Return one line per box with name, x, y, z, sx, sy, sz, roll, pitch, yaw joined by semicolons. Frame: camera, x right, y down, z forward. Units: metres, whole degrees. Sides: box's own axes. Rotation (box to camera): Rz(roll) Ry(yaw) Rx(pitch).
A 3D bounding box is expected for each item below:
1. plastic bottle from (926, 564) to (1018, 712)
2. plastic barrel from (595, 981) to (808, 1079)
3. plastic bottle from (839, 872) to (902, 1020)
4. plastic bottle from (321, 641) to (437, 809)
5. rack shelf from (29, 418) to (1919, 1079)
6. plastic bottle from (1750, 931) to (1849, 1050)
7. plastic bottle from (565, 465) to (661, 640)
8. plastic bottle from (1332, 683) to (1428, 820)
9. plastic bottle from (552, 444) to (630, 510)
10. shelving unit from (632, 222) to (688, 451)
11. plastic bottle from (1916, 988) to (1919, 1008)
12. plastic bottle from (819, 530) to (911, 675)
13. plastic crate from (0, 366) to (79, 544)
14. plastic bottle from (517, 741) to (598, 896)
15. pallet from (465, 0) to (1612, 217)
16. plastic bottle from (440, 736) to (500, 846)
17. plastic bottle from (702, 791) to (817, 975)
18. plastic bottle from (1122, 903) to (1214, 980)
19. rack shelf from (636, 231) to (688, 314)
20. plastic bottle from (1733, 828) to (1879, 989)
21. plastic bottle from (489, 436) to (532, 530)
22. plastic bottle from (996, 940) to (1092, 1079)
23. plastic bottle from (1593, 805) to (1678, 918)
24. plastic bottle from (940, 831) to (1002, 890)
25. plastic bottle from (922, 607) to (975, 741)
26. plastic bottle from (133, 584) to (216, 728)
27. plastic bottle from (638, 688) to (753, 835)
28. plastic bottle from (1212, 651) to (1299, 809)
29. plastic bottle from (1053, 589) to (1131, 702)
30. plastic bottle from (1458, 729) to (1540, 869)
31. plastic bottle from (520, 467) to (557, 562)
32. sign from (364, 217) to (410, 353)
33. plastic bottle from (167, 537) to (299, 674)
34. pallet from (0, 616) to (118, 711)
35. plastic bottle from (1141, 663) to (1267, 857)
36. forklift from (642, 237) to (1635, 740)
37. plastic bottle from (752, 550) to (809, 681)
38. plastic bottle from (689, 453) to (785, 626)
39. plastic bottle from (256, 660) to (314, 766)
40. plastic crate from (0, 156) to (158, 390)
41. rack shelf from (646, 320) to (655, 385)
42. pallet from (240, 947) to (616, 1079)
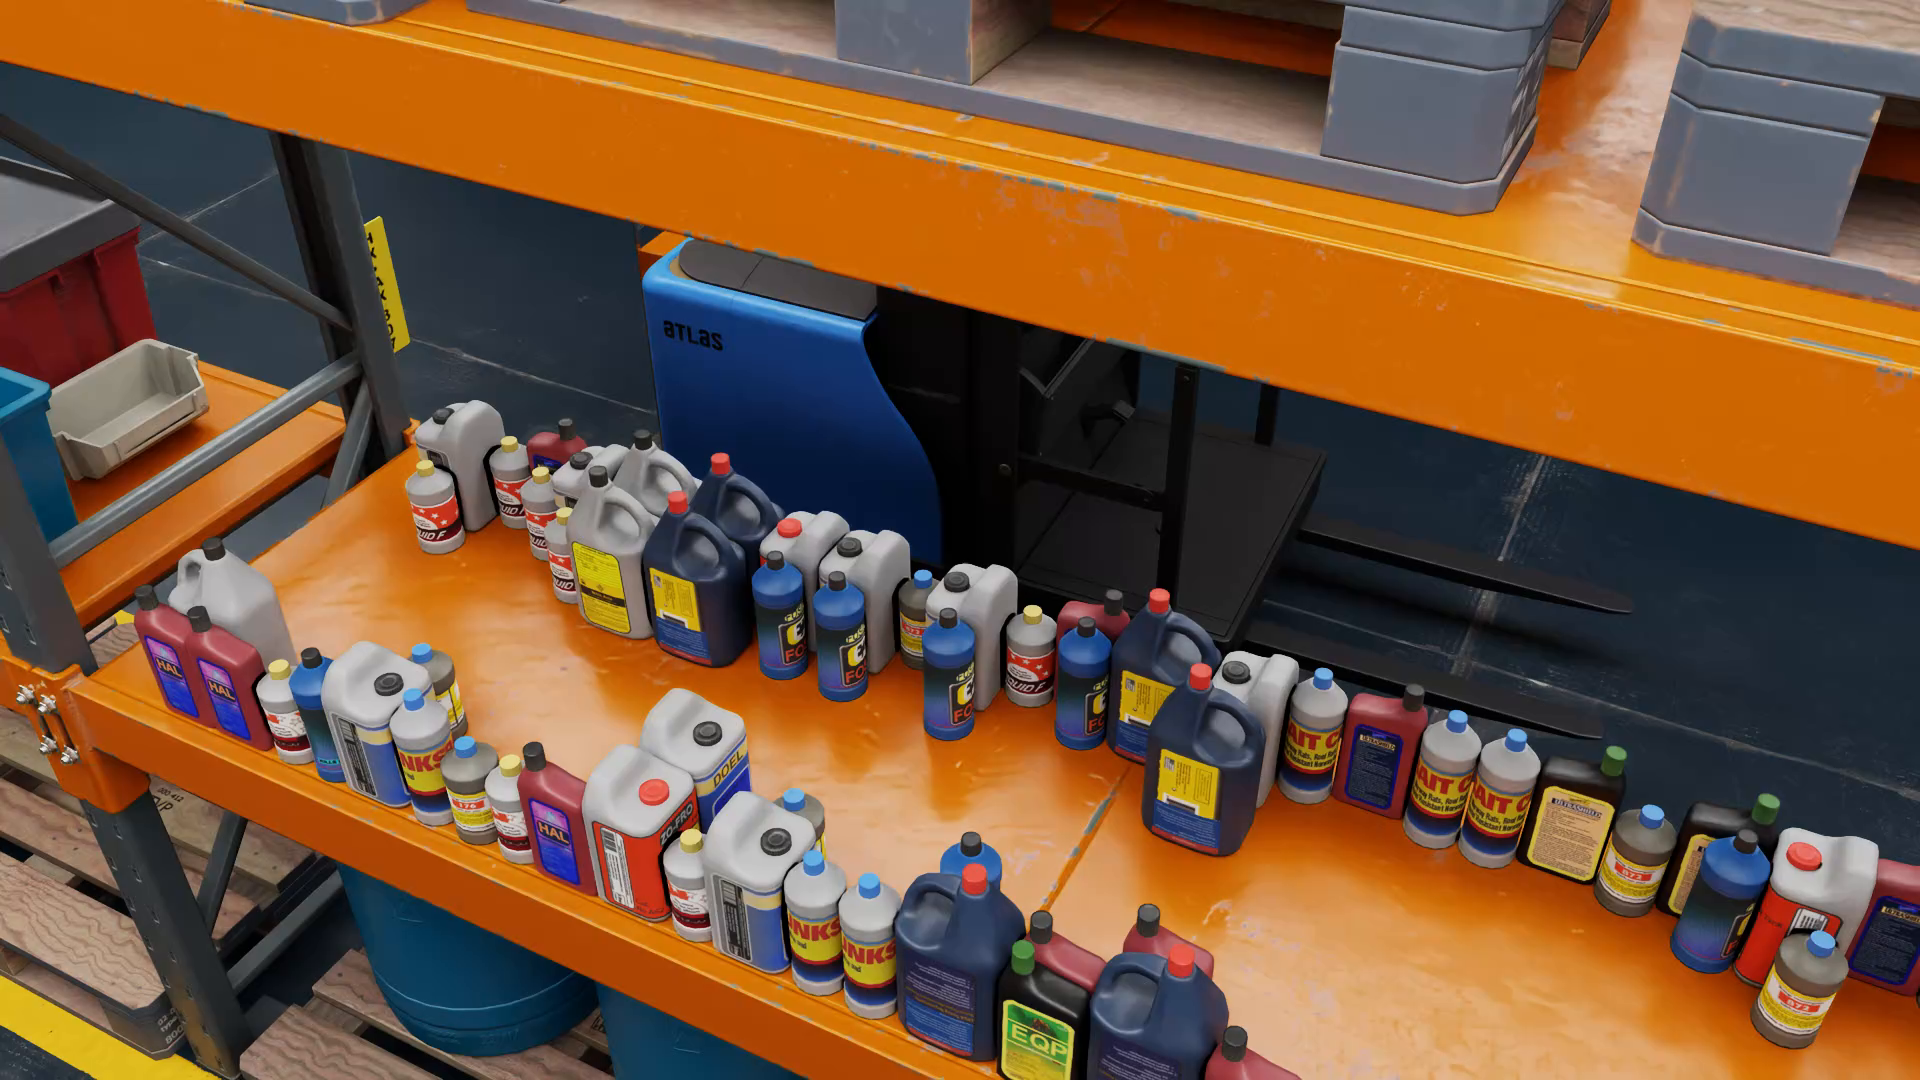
plastic bottle;0.020;0.165;3.155;0.135;0.276;0.152;17;41;21
plastic barrel;-0.472;0.861;3.523;0.708;0.901;0.600;17;41;21
plastic bottle;-0.136;0.616;2.564;0.097;0.271;0.097;0;37;0
plastic bottle;-1.016;0.320;2.950;0.135;0.276;0.152;17;41;21
rack shelf;0.199;0.678;2.971;4.000;0.370;1.077;17;41;21
plastic bottle;1.288;0.676;2.542;0.097;0.201;0.097;0;37;0
plastic bottle;-0.676;0.012;3.294;0.185;0.351;0.144;17;41;21
plastic bottle;0.735;0.354;2.899;0.133;0.283;0.061;17;41;21
plastic bottle;-0.753;-0.078;3.474;0.135;0.276;0.152;17;41;21
shelving unit;-0.919;-0.680;5.777;0.252;1.050;0.215;16;40;20
plastic bottle;1.563;0.659;2.565;0.097;0.201;0.097;0;37;0
plastic bottle;-0.186;0.100;3.240;0.135;0.276;0.152;17;41;21
plastic crate;-2.148;-0.129;3.402;0.575;0.384;0.392;17;41;21
plastic bottle;-0.658;0.460;2.760;0.133;0.283;0.061;17;41;21
pallet;0.173;-0.805;2.005;1.213;0.211;1.003;17;41;21
plastic bottle;-0.839;0.424;2.875;0.097;0.201;0.097;0;37;0
plastic bottle;-0.313;0.540;2.660;0.135;0.276;0.152;17;41;21
plastic bottle;0.307;0.664;2.491;0.133;0.283;0.061;17;41;21
rack shelf;-0.919;-0.897;5.612;0.240;0.259;0.215;16;40;20
plastic bottle;1.329;0.575;2.615;0.135;0.276;0.152;17;41;21
plastic bottle;-0.962;-0.132;3.607;0.097;0.201;0.097;0;37;0
plastic bottle;0.123;0.704;2.438;0.133;0.283;0.061;17;41;21
plastic bottle;1.120;0.520;2.748;0.097;0.201;0.097;0;37;0
plastic bottle;0.017;0.566;2.630;0.097;0.271;0.097;0;37;0
plastic bottle;-0.021;0.239;3.061;0.097;0.271;0.097;0;37;0
plastic bottle;-1.447;0.213;3.085;0.133;0.283;0.061;17;41;21
plastic bottle;-0.449;0.394;2.853;0.135;0.276;0.152;17;41;21
plastic bottle;0.508;0.318;2.953;0.135;0.276;0.152;17;41;21
plastic bottle;0.246;0.201;3.100;0.133;0.283;0.061;17;41;21
plastic bottle;0.915;0.428;2.811;0.097;0.271;0.097;0;37;0
plastic bottle;-0.872;-0.062;3.515;0.097;0.201;0.097;0;37;0
sign;-1.322;-0.570;3.791;0.005;0.325;0.100;17;41;21
plastic bottle;-1.377;0.138;3.128;0.185;0.351;0.144;17;41;21
pallet;-3.335;0.424;5.017;1.213;0.211;1.003;17;41;21
plastic bottle;0.418;0.360;2.835;0.185;0.351;0.144;17;41;21
forklift;0.570;-1.005;4.650;3.031;2.935;1.130;16;40;20
plastic bottle;-0.346;0.137;3.195;0.097;0.271;0.097;0;37;0
plastic bottle;-0.446;-0.014;3.328;0.185;0.351;0.144;17;41;21
plastic bottle;-1.218;0.305;3.032;0.097;0.201;0.097;0;37;0
plastic crate;-2.254;-0.597;3.953;0.583;0.464;0.402;17;41;21
rack shelf;-0.919;-0.671;5.784;0.240;0.259;0.215;16;40;20
pallet;-0.910;1.183;4.017;1.213;0.211;1.003;17;41;21
